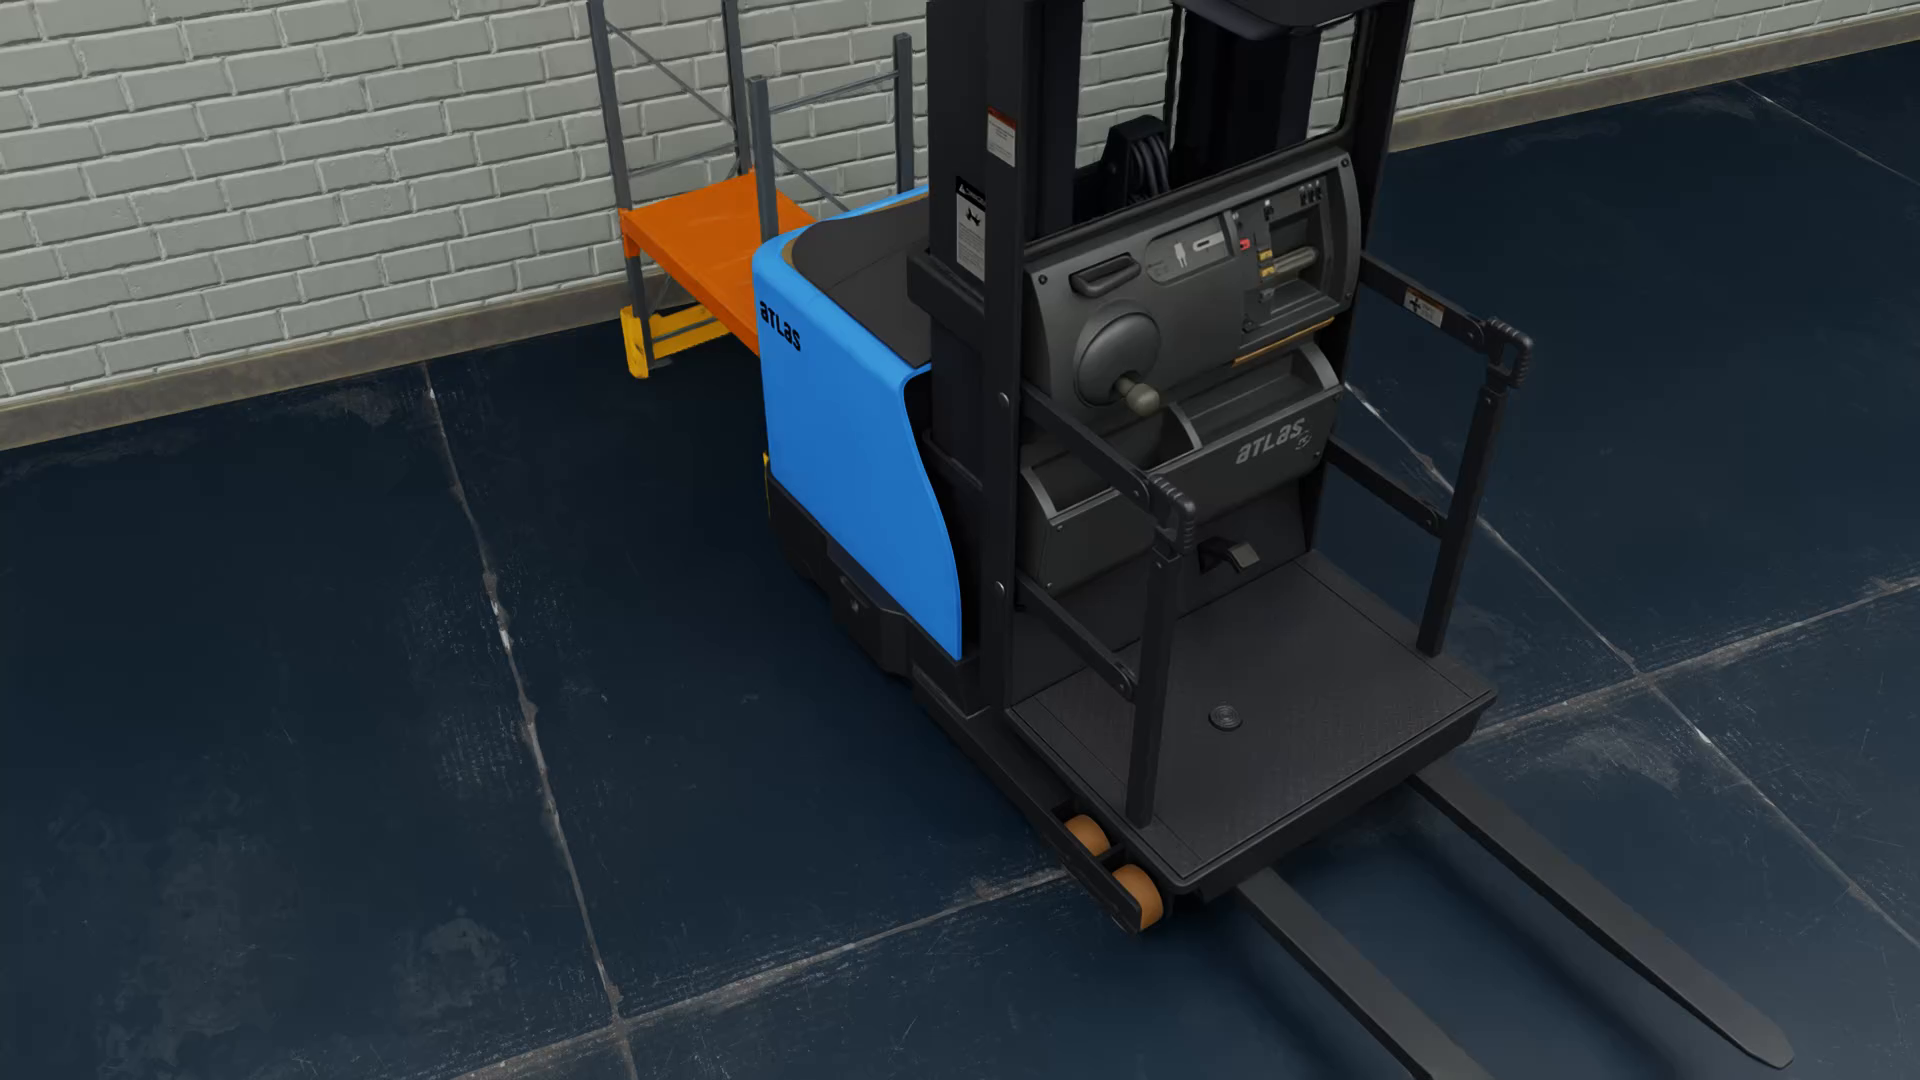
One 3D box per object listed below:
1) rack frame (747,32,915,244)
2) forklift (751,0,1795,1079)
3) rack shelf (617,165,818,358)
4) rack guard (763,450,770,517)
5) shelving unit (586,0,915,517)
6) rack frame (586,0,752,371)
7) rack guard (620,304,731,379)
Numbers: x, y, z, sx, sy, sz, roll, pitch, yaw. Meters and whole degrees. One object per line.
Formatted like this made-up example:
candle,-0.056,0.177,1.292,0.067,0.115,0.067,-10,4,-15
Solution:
rack frame,-0.346,-0.728,4.946,0.500,1.500,0.032,-25,46,-26
forklift,0.670,-0.504,3.588,1.130,2.935,3.031,-25,46,-26
rack shelf,-0.638,-0.863,5.379,0.538,0.185,1.000,-25,46,-26
rack guard,-0.357,-0.264,5.366,0.587,0.250,0.087,-25,46,-26
shelving unit,-0.643,-1.004,5.267,0.587,1.500,1.083,-25,46,-26
rack frame,-0.930,-1.270,5.577,0.500,1.500,0.032,-25,46,-26
rack guard,-0.930,-0.795,5.983,0.587,0.250,0.087,-25,46,-26
